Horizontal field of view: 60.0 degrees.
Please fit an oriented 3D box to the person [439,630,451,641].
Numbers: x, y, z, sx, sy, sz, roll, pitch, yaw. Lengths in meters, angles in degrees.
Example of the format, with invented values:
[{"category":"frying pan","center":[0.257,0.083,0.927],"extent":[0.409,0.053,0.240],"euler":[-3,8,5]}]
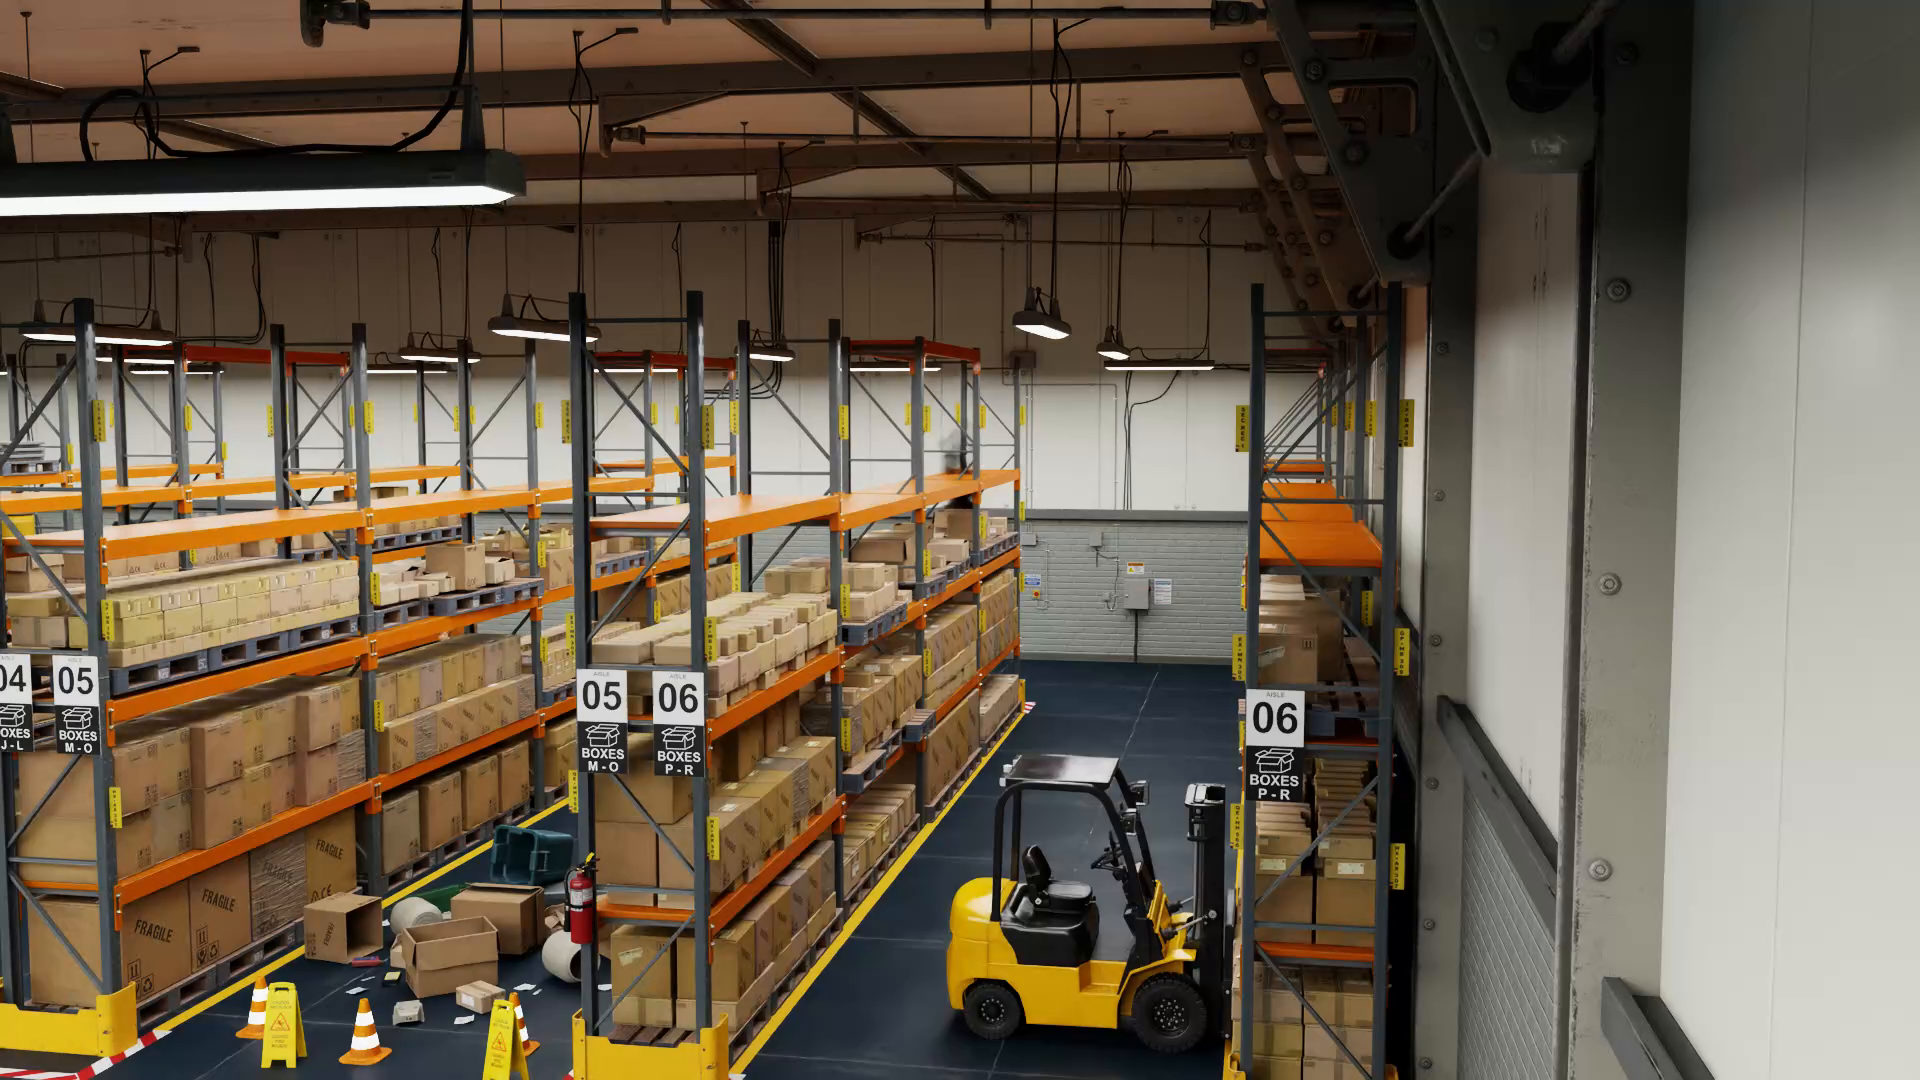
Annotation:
[{"category":"person","center":[-8.174,2.201,26.266],"extent":[0.579,1.632,1.042],"euler":[1,5,6]}]
